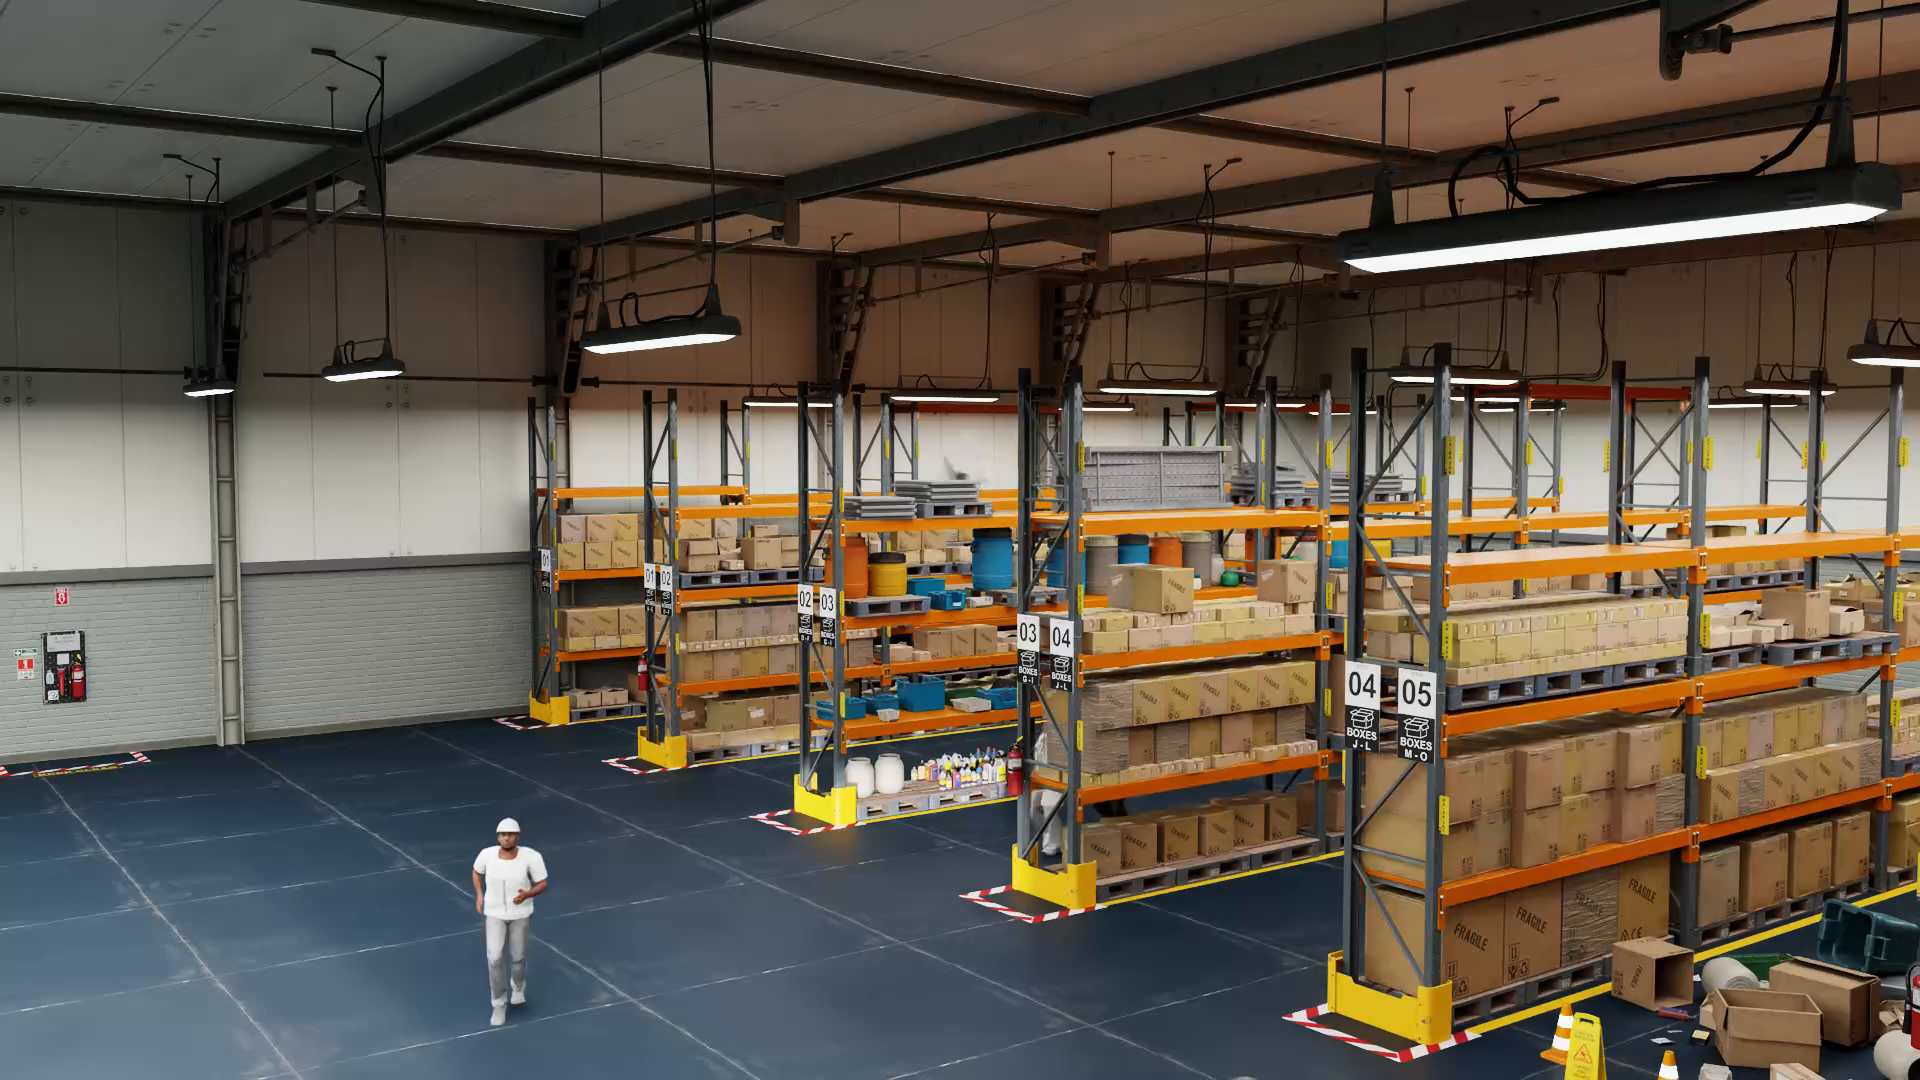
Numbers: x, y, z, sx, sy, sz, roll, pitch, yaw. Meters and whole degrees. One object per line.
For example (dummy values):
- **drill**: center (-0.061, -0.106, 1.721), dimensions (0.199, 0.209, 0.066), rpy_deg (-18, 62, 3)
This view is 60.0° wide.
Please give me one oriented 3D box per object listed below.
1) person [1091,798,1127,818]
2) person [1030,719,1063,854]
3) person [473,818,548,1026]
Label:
- **person**: center (1.949, 3.126, 21.343), dimensions (0.655, 1.531, 0.692), rpy_deg (-3, 5, -45)
- **person**: center (1.059, 3.059, 20.764), dimensions (0.657, 1.738, 0.694), rpy_deg (-3, 4, -41)
- **person**: center (-4.059, 3.409, 14.976), dimensions (0.685, 1.830, 0.692), rpy_deg (0, 3, -8)
